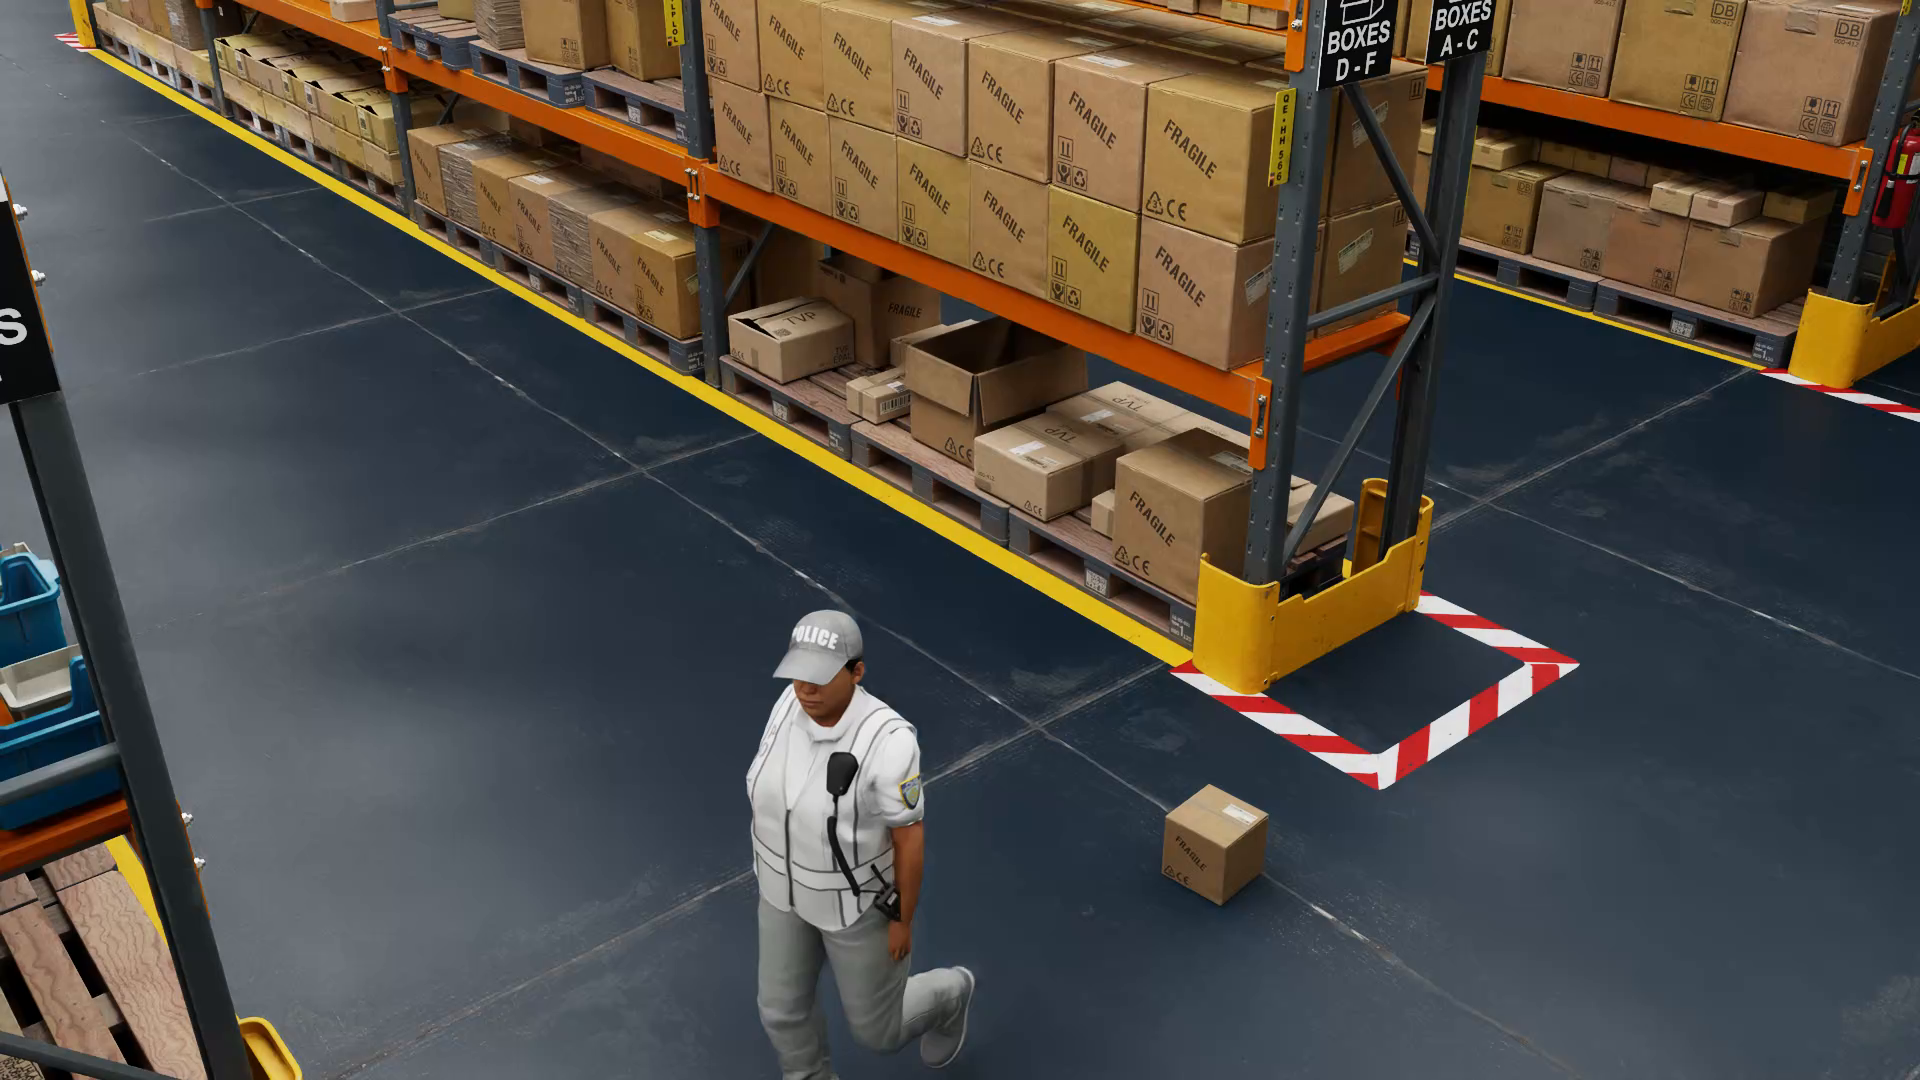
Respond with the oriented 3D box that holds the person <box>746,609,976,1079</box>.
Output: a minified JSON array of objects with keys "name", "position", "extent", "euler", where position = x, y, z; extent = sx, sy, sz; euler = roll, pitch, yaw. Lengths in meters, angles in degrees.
[{"name":"person","position":[-0.287,0.897,4.423],"extent":[0.482,1.636,0.727],"euler":[17,33,29]}]
